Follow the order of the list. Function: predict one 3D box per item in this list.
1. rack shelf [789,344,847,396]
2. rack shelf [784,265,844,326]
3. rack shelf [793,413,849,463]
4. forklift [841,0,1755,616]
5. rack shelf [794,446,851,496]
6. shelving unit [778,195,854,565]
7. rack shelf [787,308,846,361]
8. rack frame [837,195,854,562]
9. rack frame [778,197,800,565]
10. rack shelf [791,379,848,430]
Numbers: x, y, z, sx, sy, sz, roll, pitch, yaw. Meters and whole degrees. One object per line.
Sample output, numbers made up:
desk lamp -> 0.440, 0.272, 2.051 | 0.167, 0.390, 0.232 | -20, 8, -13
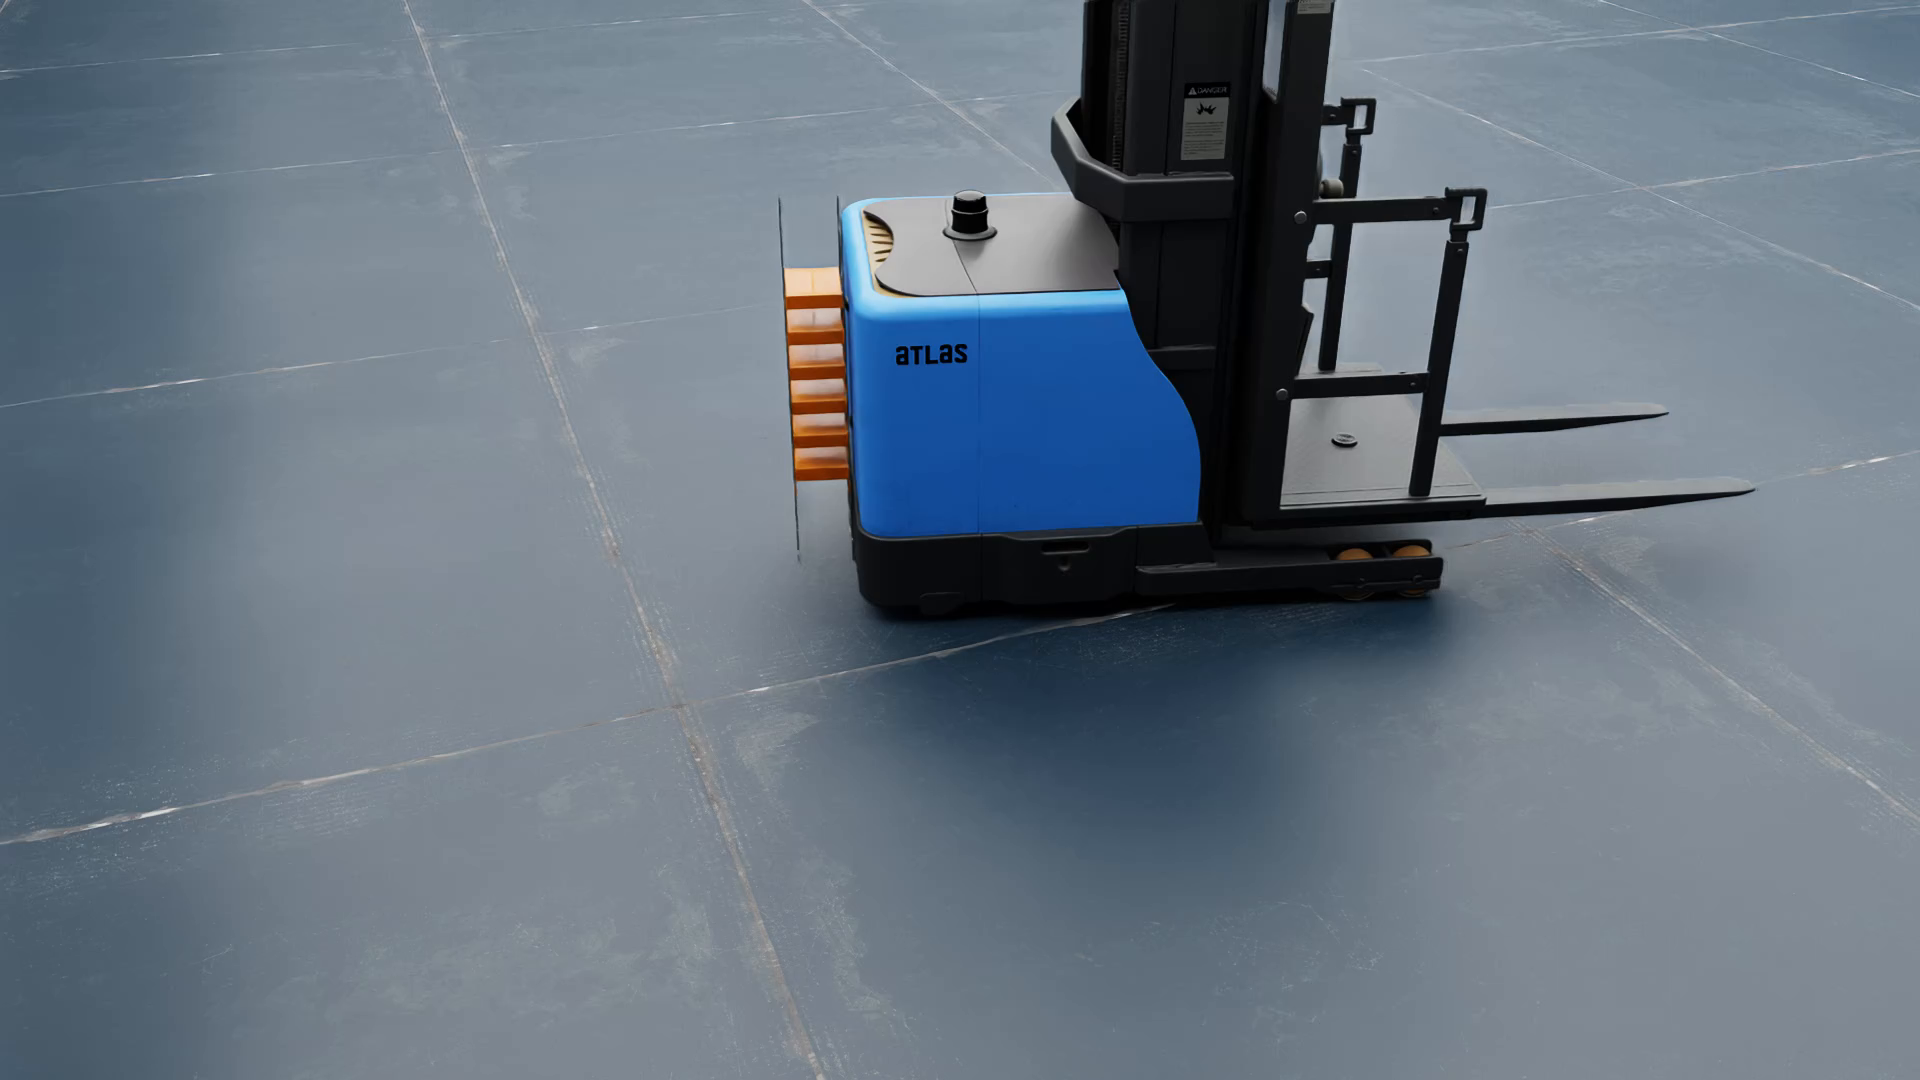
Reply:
rack shelf -> -0.464, -0.568, 5.382 | 0.180, 0.103, 0.258 | -3, 30, -5
rack shelf -> -0.464, -0.776, 5.263 | 0.180, 0.103, 0.258 | -3, 30, -5
rack shelf -> -0.464, -0.359, 5.501 | 0.180, 0.103, 0.258 | -3, 30, -5
forklift -> 1.141, -1.334, 5.131 | 3.031, 2.935, 1.130 | -3, 30, -5
rack shelf -> -0.464, -0.255, 5.560 | 0.180, 0.103, 0.258 | -3, 30, -5
shelving unit -> -0.464, -0.502, 5.419 | 0.189, 1.200, 0.258 | -3, 30, -5
rack shelf -> -0.464, -0.672, 5.323 | 0.180, 0.103, 0.258 | -3, 30, -5
rack frame -> -0.373, -0.507, 5.428 | 0.006, 1.200, 0.240 | -3, 30, -5
rack frame -> -0.555, -0.497, 5.411 | 0.006, 1.200, 0.240 | -3, 30, -5
rack shelf -> -0.464, -0.464, 5.441 | 0.180, 0.103, 0.258 | -3, 30, -5
